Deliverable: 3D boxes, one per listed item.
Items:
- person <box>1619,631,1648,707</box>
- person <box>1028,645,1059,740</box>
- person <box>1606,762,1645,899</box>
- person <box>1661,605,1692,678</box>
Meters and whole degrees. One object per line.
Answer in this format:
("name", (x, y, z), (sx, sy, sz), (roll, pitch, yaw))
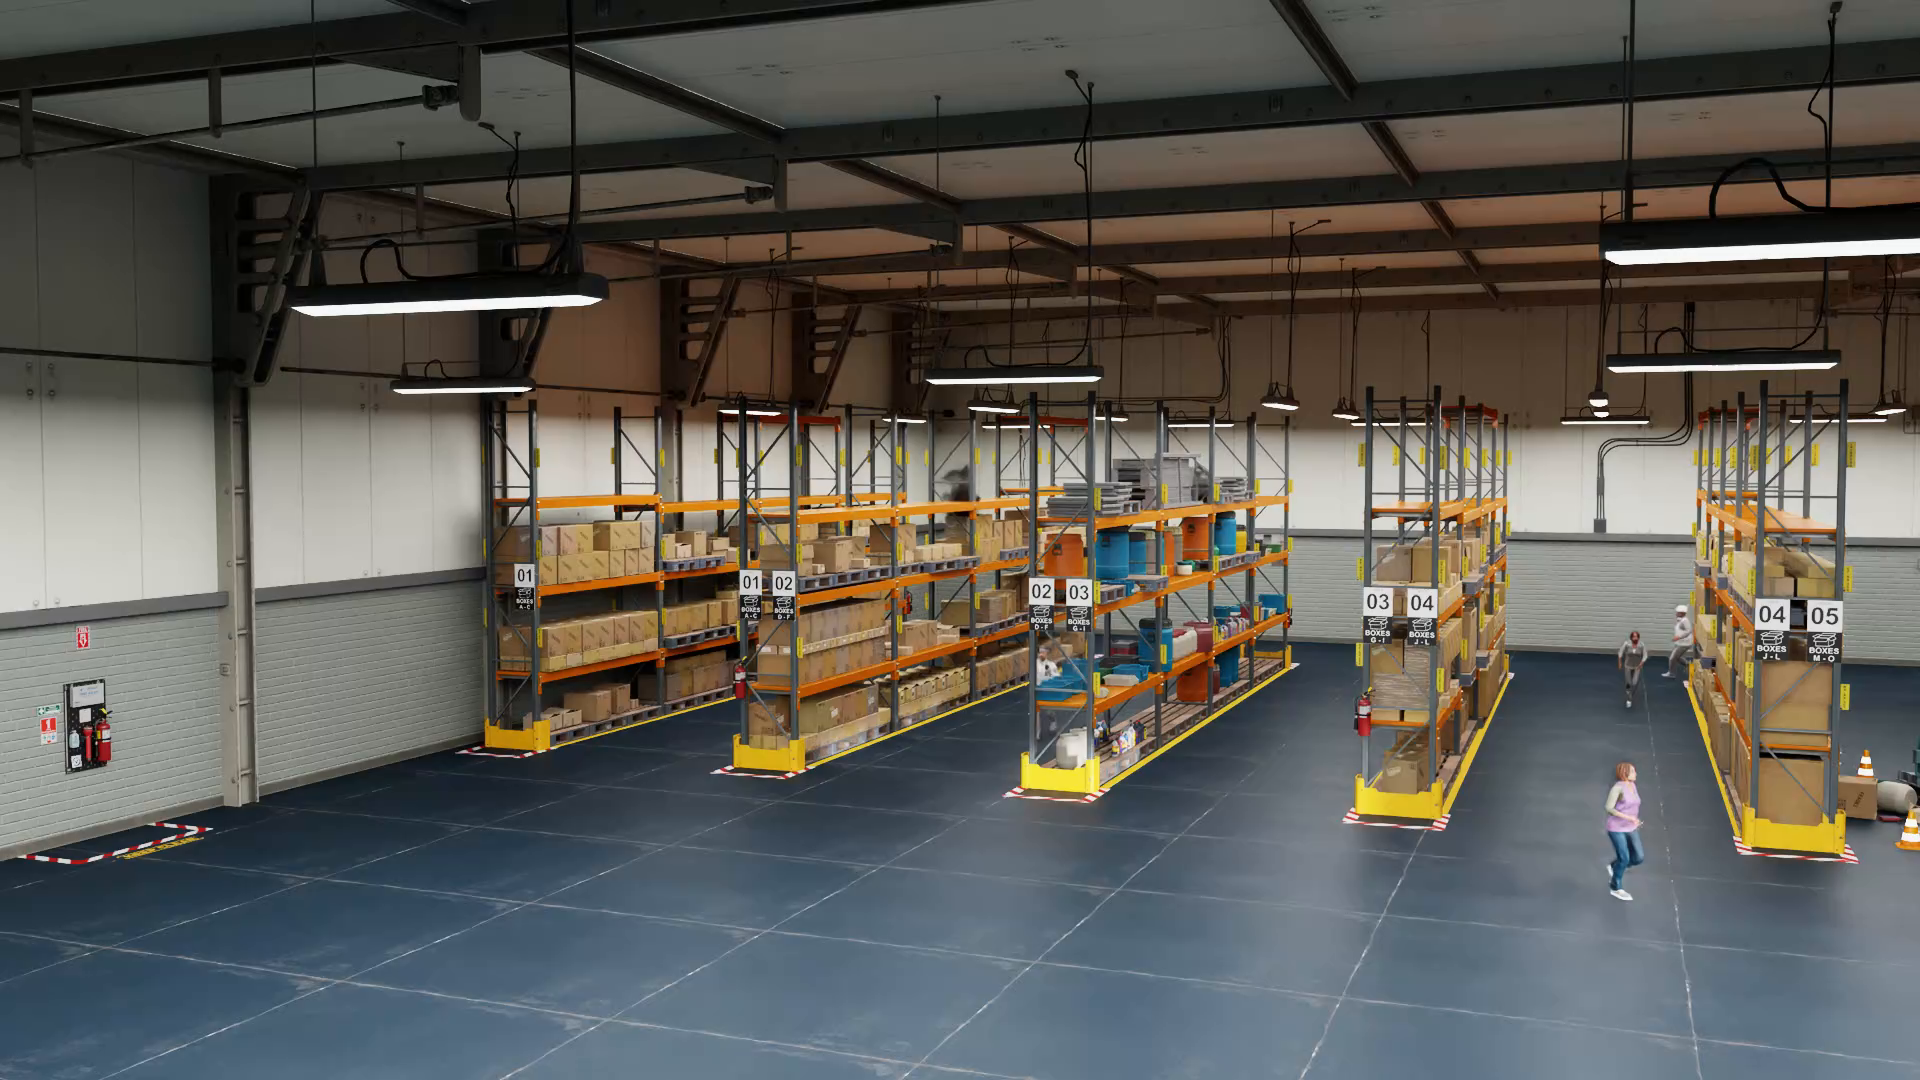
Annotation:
("person", (13.573, 2.588, 33.545), (0.530, 1.547, 0.580), (1, 3, 15))
("person", (1.479, 2.692, 29.650), (0.624, 1.669, 0.855), (1, 3, 21))
("person", (7.528, 3.294, 18.842), (0.523, 1.566, 0.557), (-2, 3, -33))
("person", (16.292, 2.302, 37.603), (0.724, 1.692, 0.865), (1, 3, 11))
